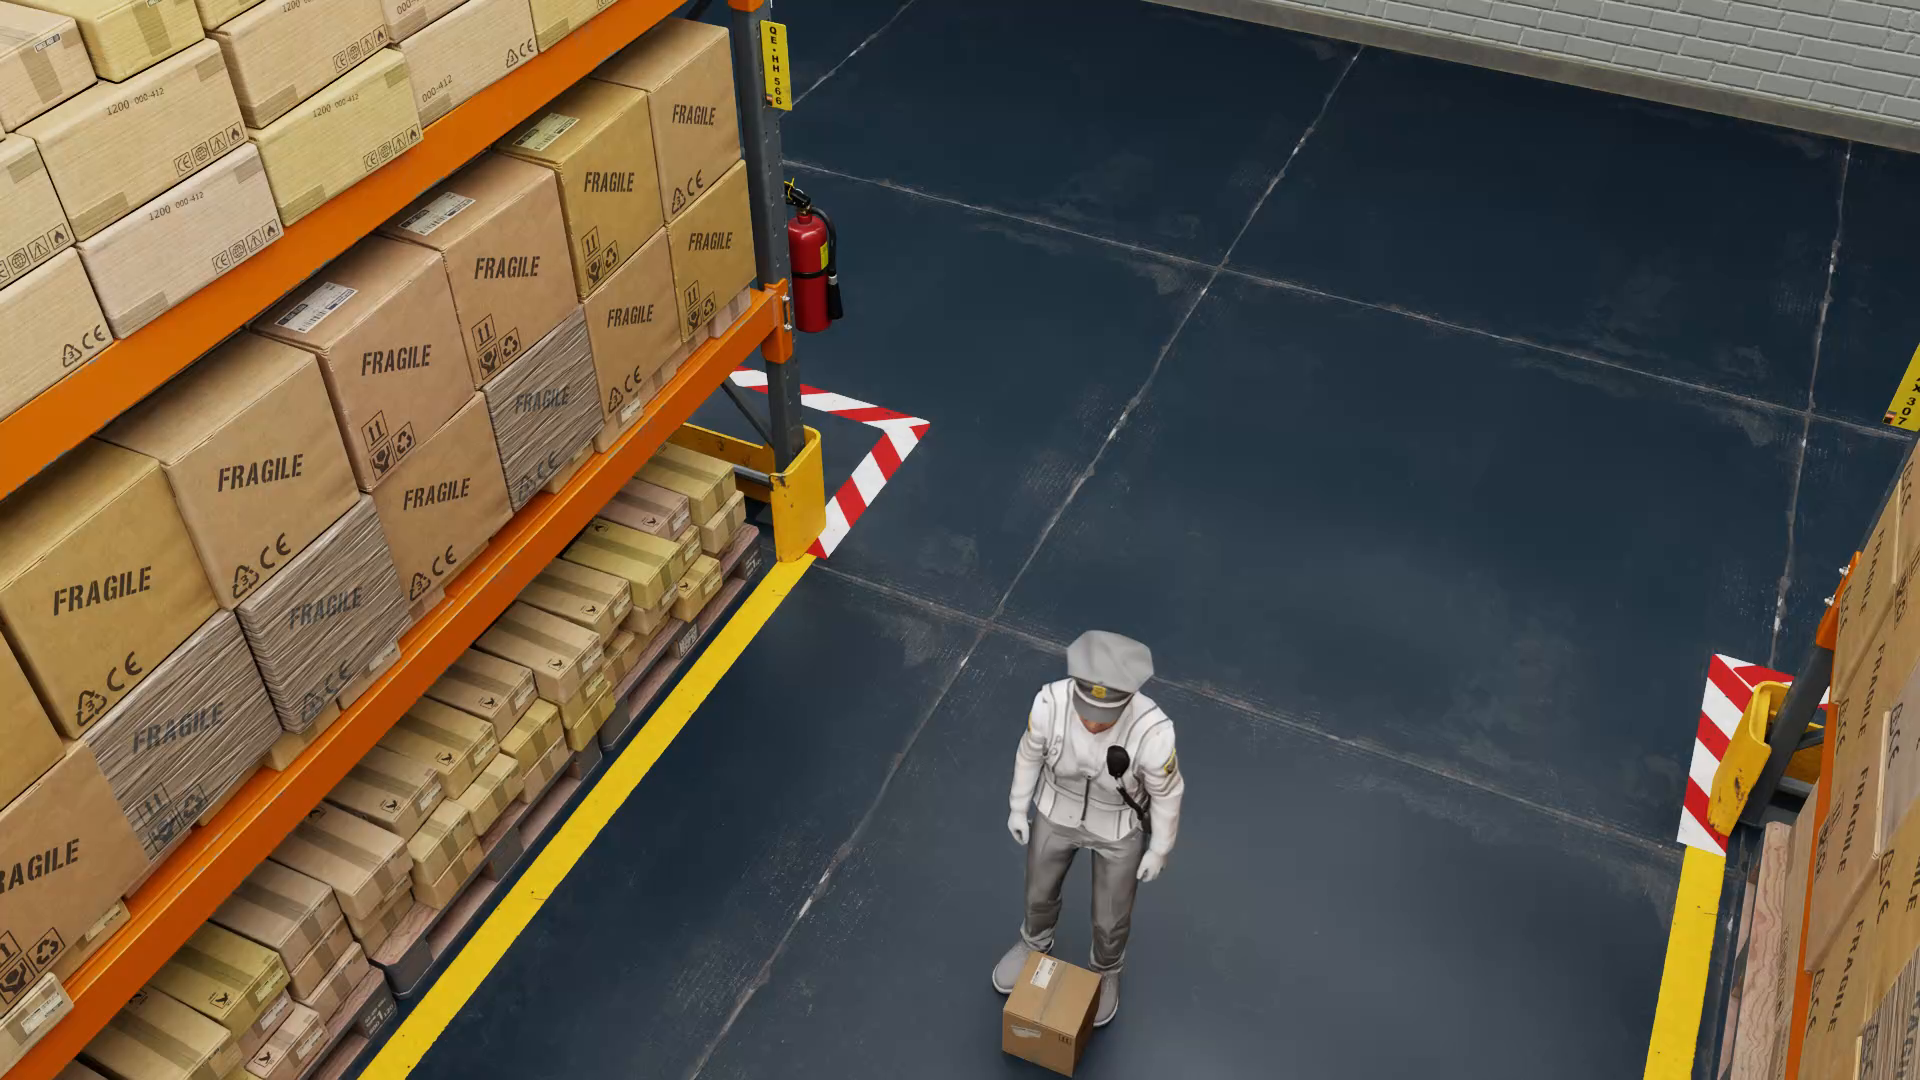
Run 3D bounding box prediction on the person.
[{"bbox_3d":[0.404,0.891,5.177,0.542,1.662,0.375,15,44,16],"label":"person"}]
